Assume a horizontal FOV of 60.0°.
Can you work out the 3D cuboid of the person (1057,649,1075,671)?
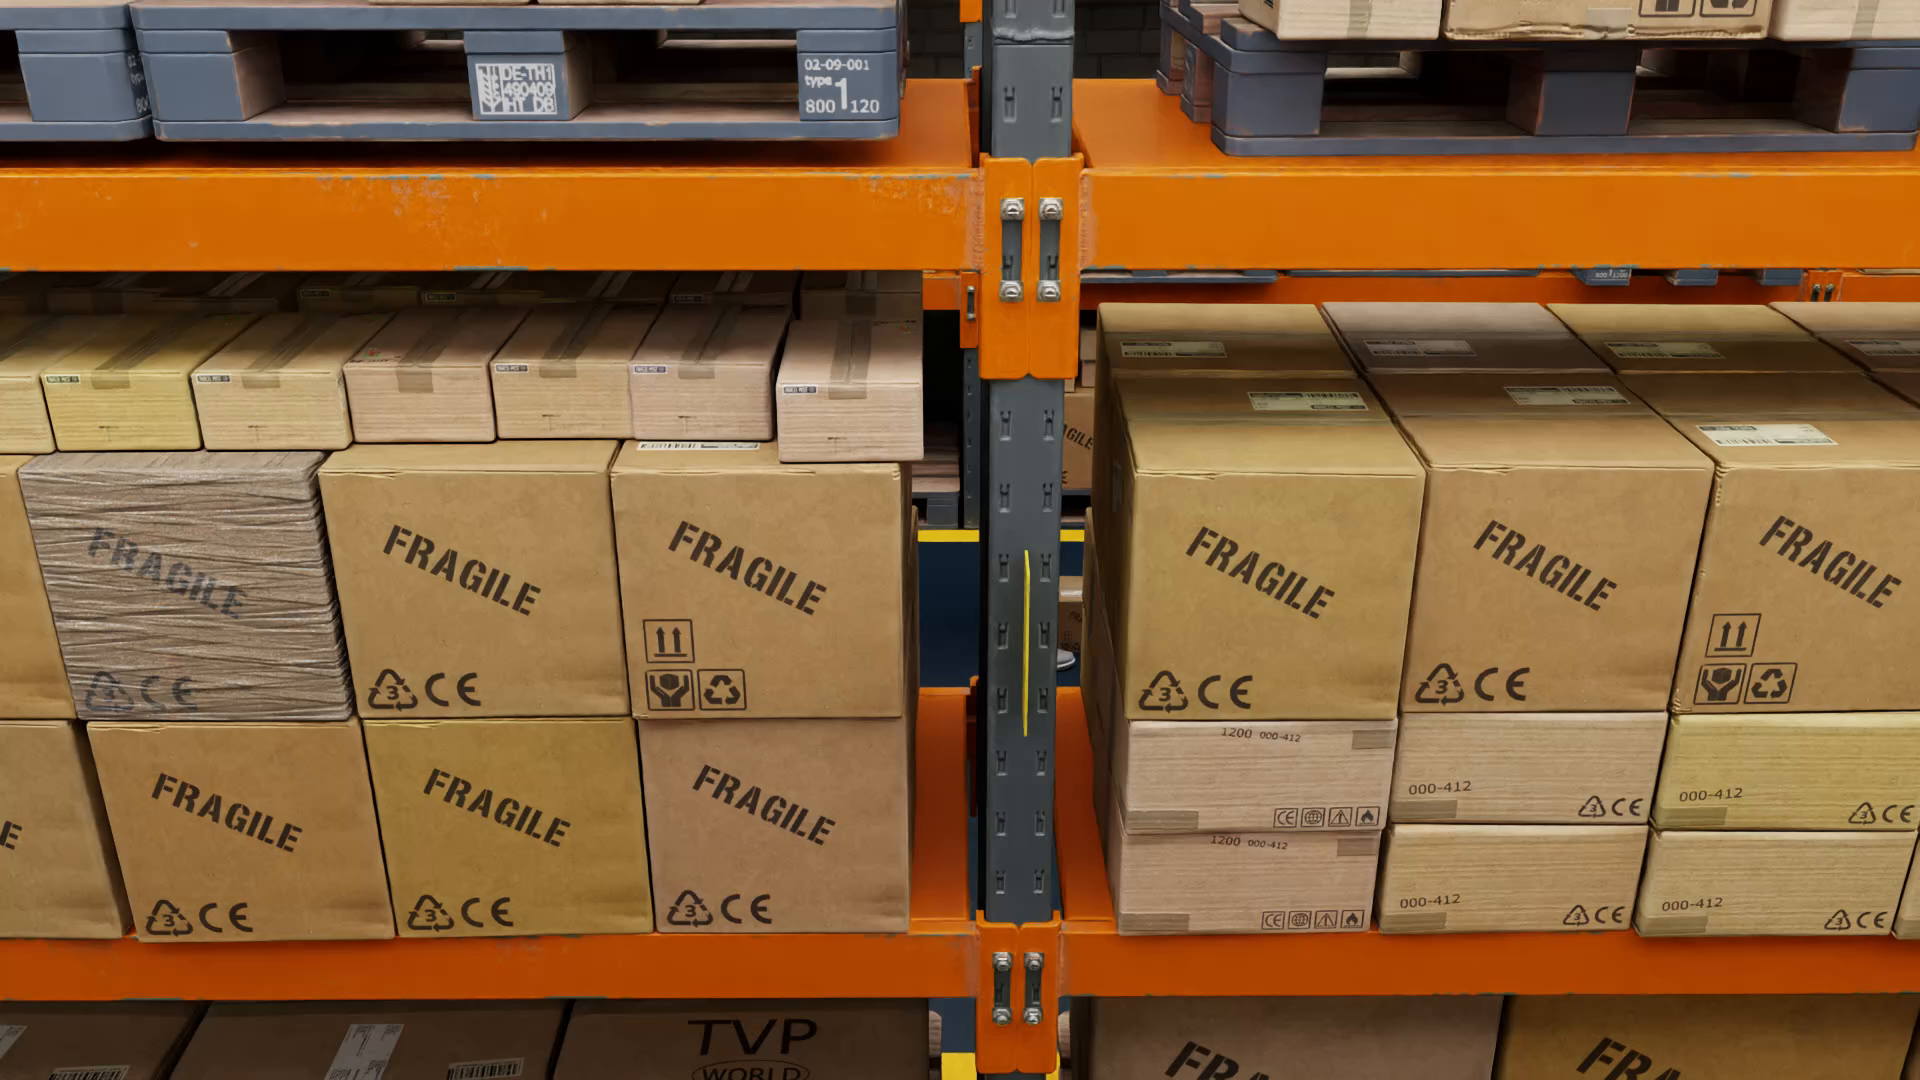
[{"bbox_3d":[0.290,-0.353,6.912,0.391,1.727,0.599,-1,24,-2],"label":"person"}]
